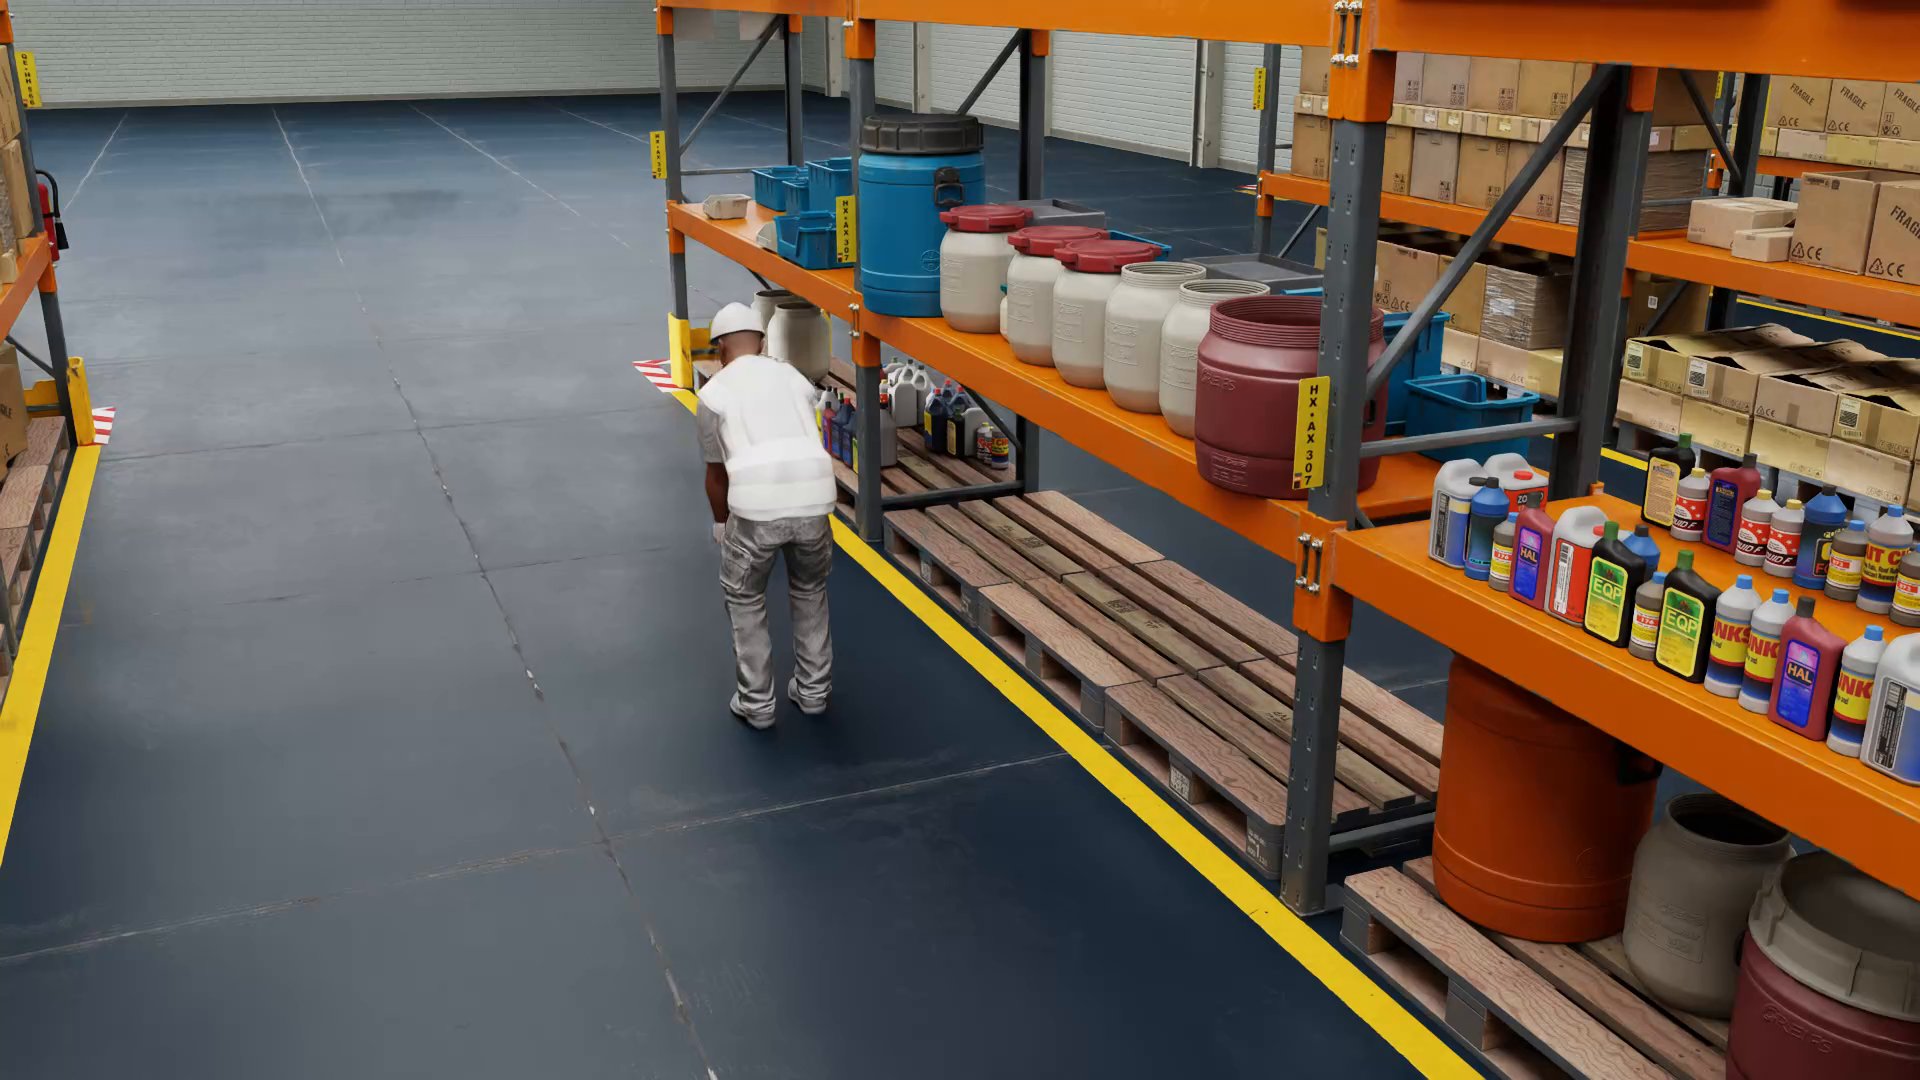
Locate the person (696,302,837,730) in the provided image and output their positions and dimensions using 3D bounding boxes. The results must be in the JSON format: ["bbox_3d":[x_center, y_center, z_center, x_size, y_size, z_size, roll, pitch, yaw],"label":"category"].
[{"bbox_3d":[-0.783,-0.106,6.621,0.471,1.605,0.774,-8,20,-23],"label":"person"}]
